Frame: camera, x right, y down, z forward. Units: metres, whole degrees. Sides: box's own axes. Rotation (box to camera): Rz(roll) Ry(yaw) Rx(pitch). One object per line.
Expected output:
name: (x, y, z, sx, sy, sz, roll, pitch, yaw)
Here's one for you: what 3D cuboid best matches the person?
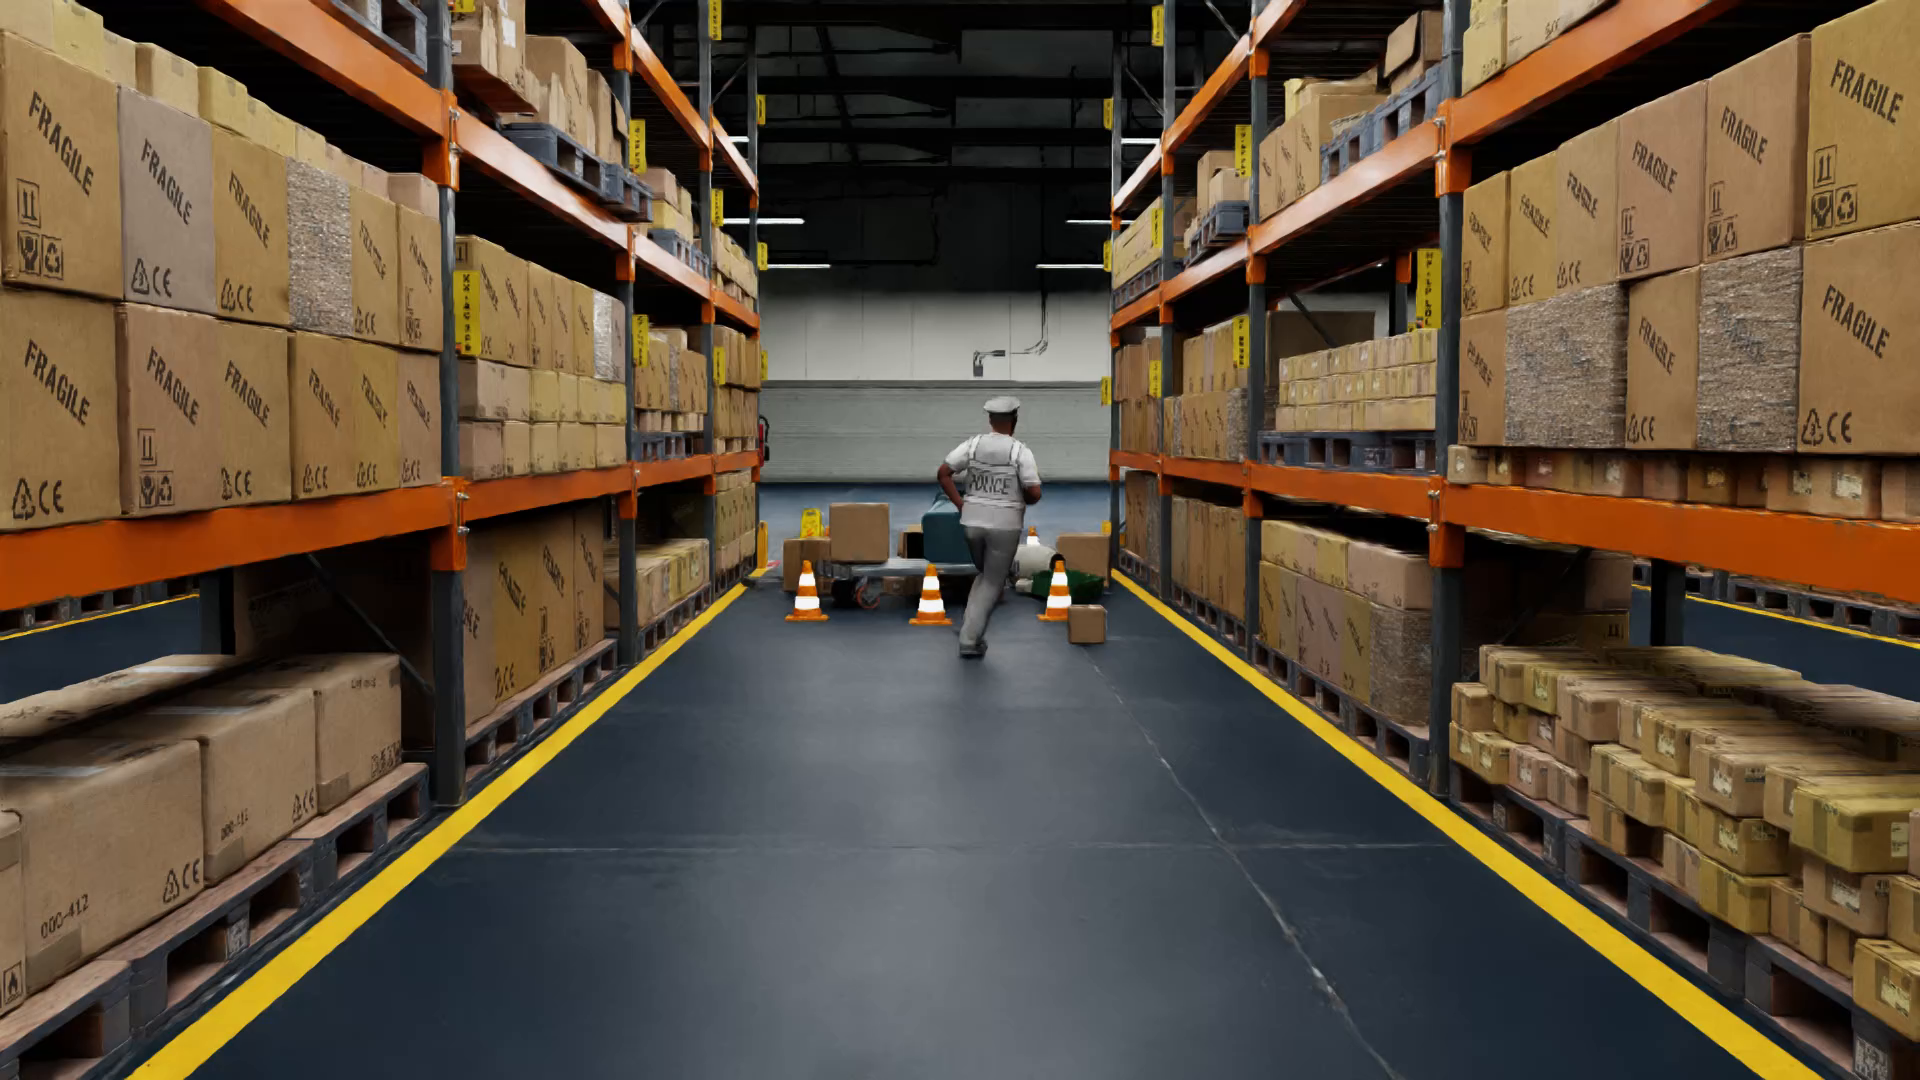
person: (0.261, -0.077, 11.159, 0.667, 1.779, 0.577, 2, 4, 32)
